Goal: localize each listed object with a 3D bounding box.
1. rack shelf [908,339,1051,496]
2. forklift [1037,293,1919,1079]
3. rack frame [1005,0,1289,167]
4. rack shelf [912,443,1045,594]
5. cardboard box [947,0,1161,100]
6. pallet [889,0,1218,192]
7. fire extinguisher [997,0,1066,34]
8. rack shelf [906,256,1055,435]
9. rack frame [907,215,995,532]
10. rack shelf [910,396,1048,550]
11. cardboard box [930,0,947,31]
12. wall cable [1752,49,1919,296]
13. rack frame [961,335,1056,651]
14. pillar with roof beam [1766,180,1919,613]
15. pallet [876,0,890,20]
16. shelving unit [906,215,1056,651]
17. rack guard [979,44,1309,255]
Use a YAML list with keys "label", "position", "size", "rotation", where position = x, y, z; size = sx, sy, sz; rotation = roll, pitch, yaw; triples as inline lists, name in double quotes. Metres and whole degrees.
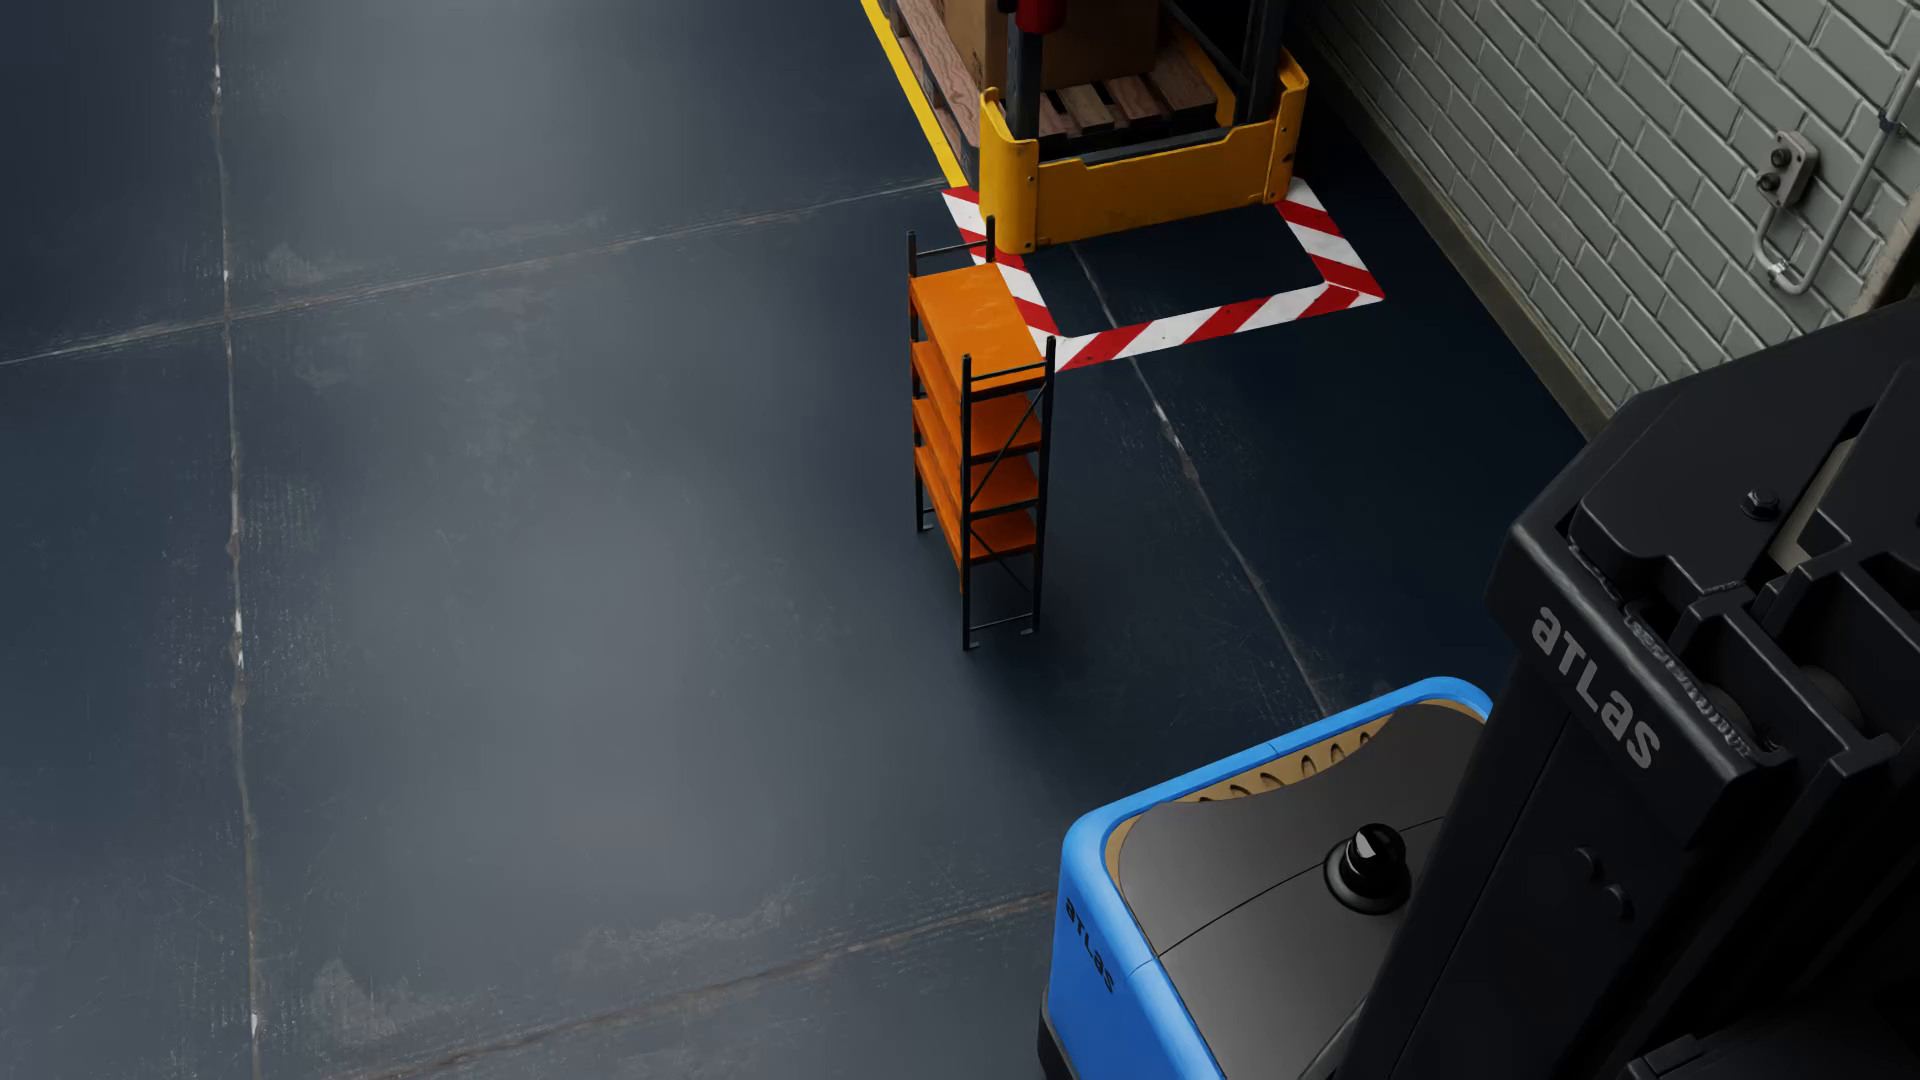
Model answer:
- label: "rack shelf"
  position: [0.049, -0.367, 4.570]
  size: [0.258, 0.148, 0.480]
  rotation: [-13, 51, -11]
- label: "forklift"
  position: [1.251, 1.204, 2.318]
  size: [1.130, 2.935, 3.031]
  rotation: [-19, 52, -15]
- label: "rack frame"
  position: [0.658, -2.281, 5.211]
  size: [1.000, 3.000, 0.127]
  rotation: [-13, 51, -11]
- label: "rack shelf"
  position: [0.049, -0.094, 4.893]
  size: [0.258, 0.148, 0.480]
  rotation: [-13, 51, -11]
- label: "cardboard box"
  position: [0.355, -2.099, 6.418]
  size: [0.700, 0.500, 0.500]
  rotation: [-13, 51, -11]
- label: "pallet"
  position: [0.346, -1.948, 6.754]
  size: [1.003, 0.211, 1.213]
  rotation: [-13, 51, -11]
- label: "fire extinguisher"
  position: [0.261, -1.921, 5.202]
  size: [0.296, 0.674, 0.183]
  rotation: [-13, 51, -11]
- label: "rack shelf"
  position: [0.049, -0.519, 4.389]
  size: [0.258, 0.148, 0.480]
  rotation: [-13, 51, -11]
- label: "rack frame"
  position: [-0.023, -0.444, 4.840]
  size: [0.240, 1.200, 0.015]
  rotation: [-13, 51, -11]
- label: "rack shelf"
  position: [0.049, -0.222, 4.741]
  size: [0.258, 0.148, 0.480]
  rotation: [-13, 51, -11]
- label: "cardboard box"
  position: [0.207, -2.464, 6.726]
  size: [0.700, 0.500, 0.500]
  rotation: [-13, 51, -11]
- label: "wall cable"
  position: [1.940, -1.887, 4.214]
  size: [0.084, 1.984, 1.851]
  rotation: [-13, 51, -11]
- label: "rack frame"
  position: [0.121, -0.088, 4.539]
  size: [0.240, 1.200, 0.015]
  rotation: [-13, 51, -11]
- label: "pillar with roof beam"
  position: [-1.830, -1.465, 0.599]
  size: [9.100, 9.000, 0.400]
  rotation: [-13, 51, -11]
- label: "pallet"
  position: [-0.011, -2.838, 7.504]
  size: [1.003, 0.211, 1.213]
  rotation: [-13, 51, -11]
- label: "shelving unit"
  position: [0.049, -0.266, 4.689]
  size: [0.258, 1.200, 0.503]
  rotation: [-13, 51, -11]
- label: "rack guard"
  position: [0.665, -1.457, 6.152]
  size: [1.175, 0.500, 0.348]
  rotation: [-13, 51, -11]
